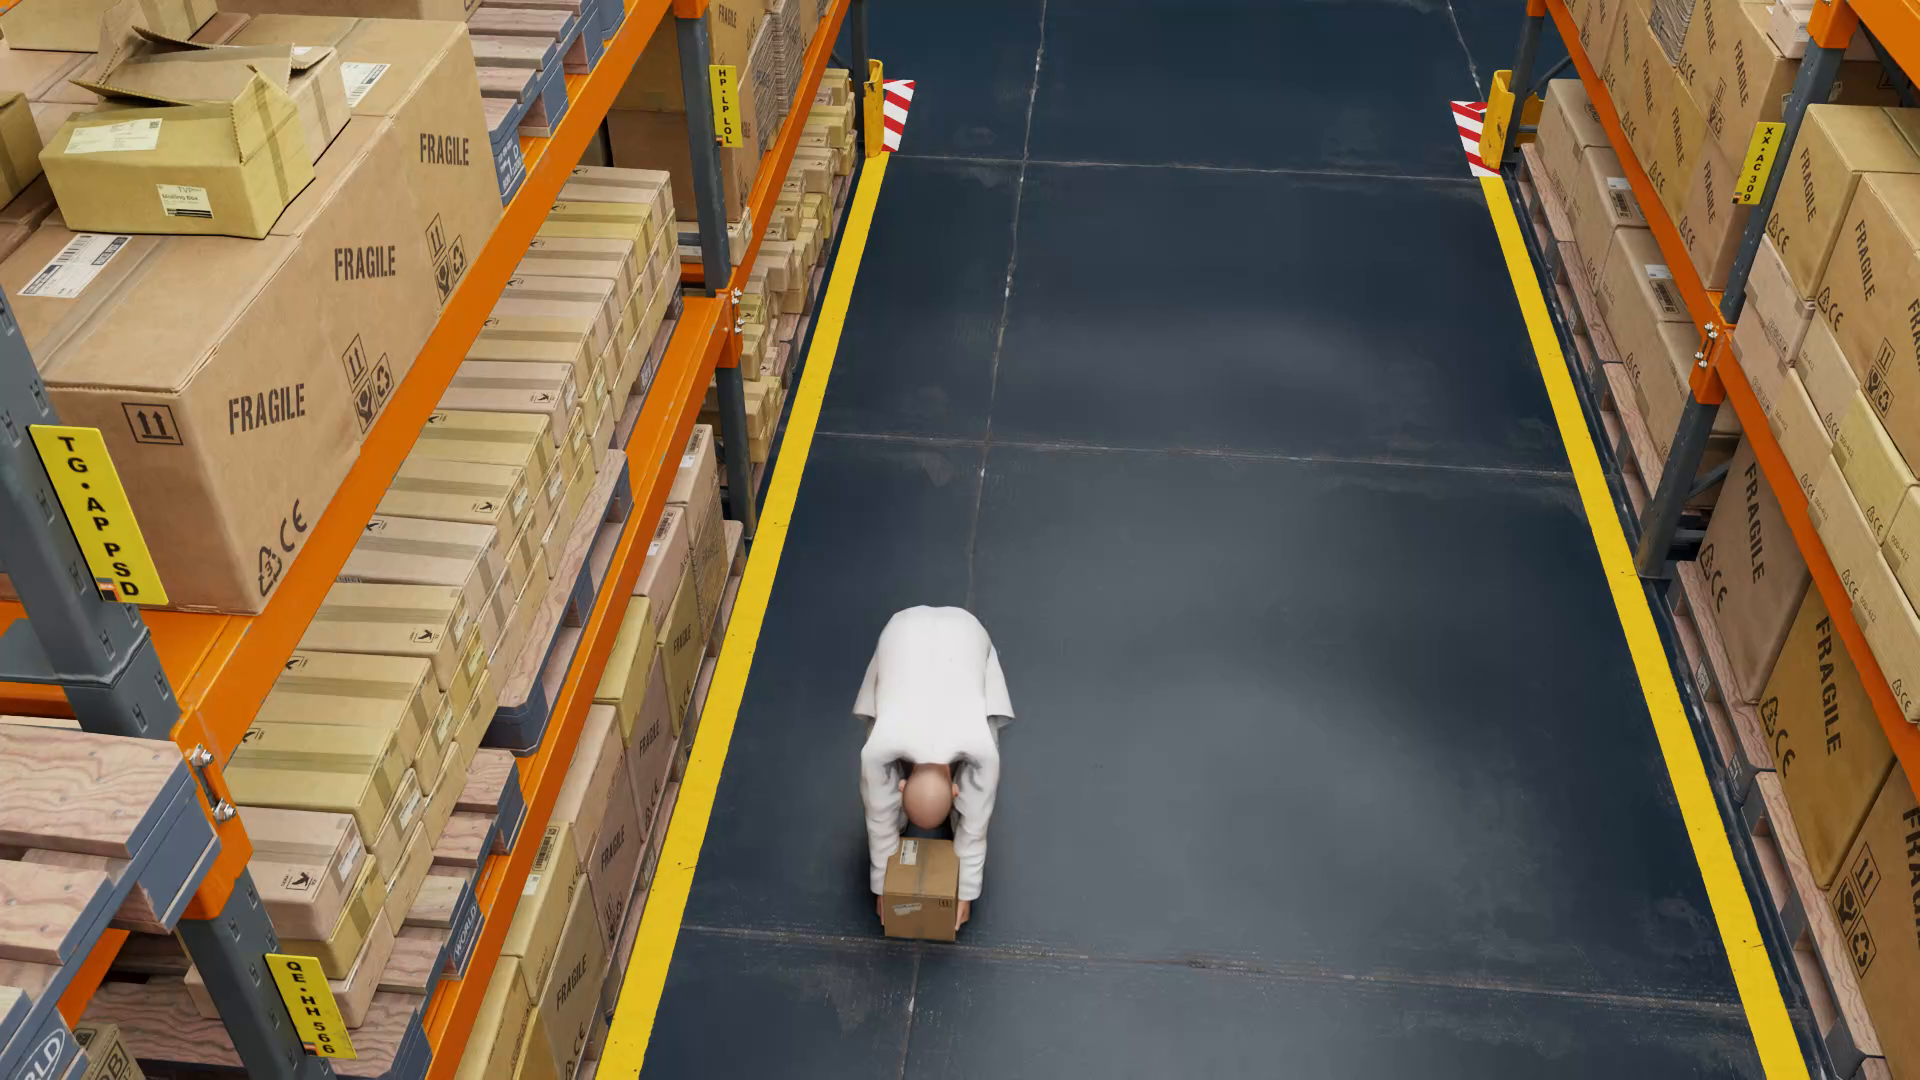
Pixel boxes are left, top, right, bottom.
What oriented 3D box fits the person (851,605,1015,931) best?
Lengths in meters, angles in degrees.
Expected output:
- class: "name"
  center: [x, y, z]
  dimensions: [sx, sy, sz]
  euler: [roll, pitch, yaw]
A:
- class: "person"
  center: [-0.104, 0.781, 5.926]
  dimensions: [0.587, 0.911, 0.951]
  euler: [2, 40, 3]
